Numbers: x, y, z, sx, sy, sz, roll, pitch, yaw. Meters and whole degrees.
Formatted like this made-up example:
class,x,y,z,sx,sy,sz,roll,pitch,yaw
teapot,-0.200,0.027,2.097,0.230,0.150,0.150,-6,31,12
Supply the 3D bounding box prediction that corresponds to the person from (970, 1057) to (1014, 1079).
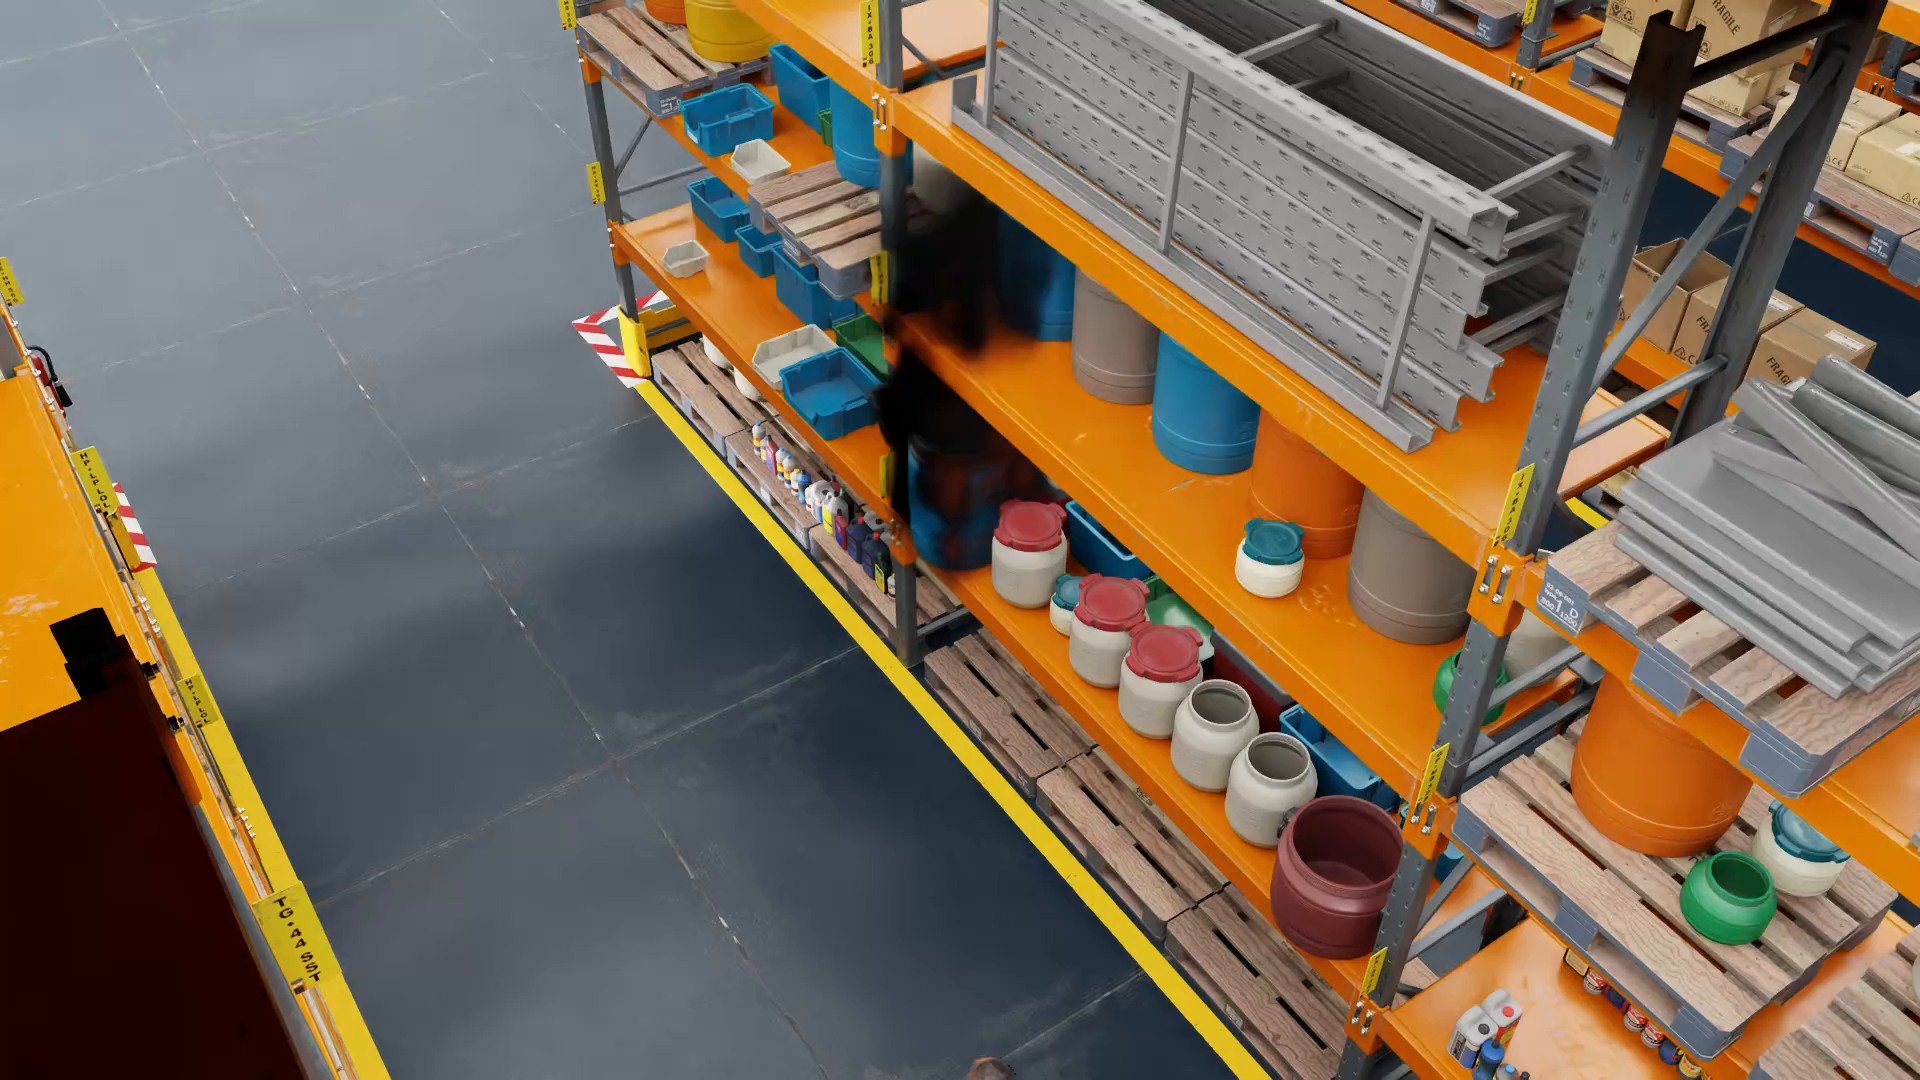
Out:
class,x,y,z,sx,sy,sz,roll,pitch,yaw
person,0.092,2.760,7.262,0.602,1.568,0.681,-24,48,-24
